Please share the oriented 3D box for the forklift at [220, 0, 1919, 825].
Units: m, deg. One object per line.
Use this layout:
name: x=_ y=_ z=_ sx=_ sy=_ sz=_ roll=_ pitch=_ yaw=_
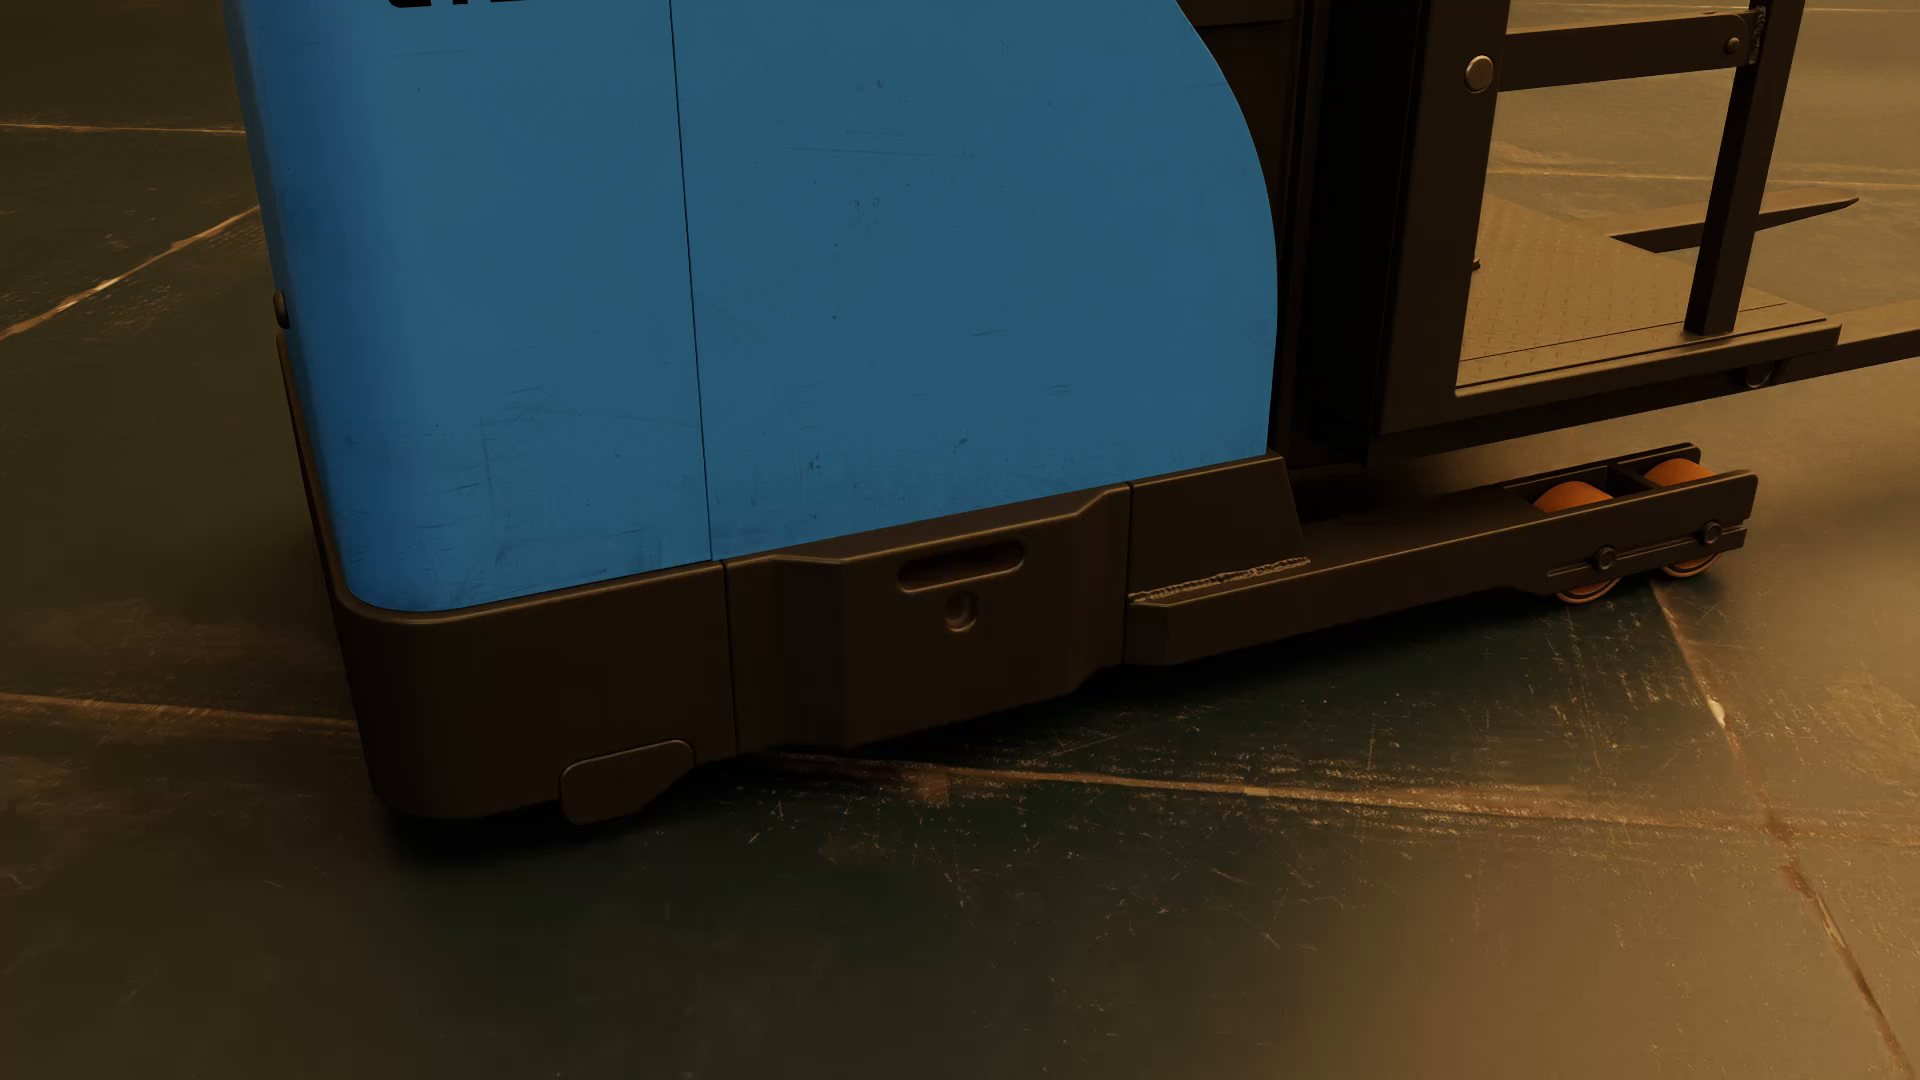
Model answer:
forklift: x=0.575 y=-1.426 z=2.076 sx=3.031 sy=2.935 sz=1.130 roll=-11 pitch=29 yaw=-21
